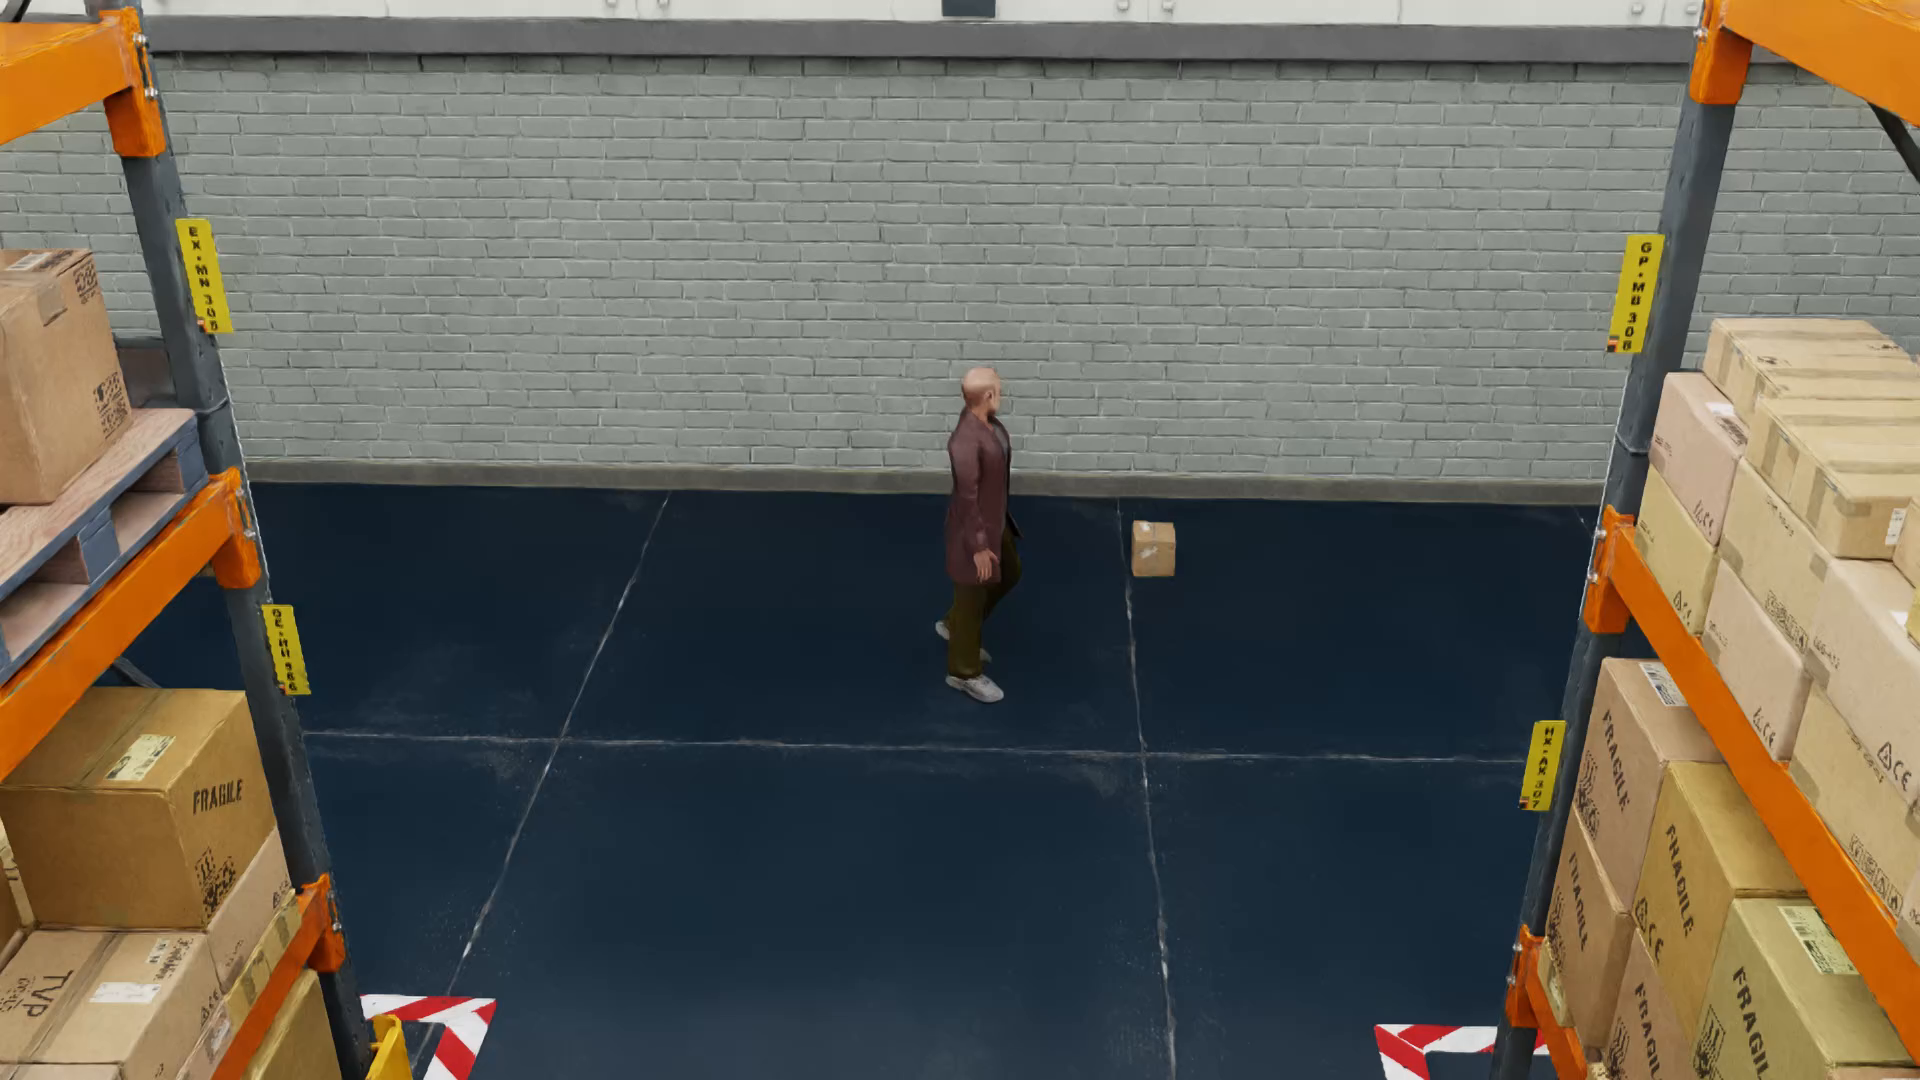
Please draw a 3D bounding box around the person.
[{"bbox_3d":[0.069,-0.055,8.706,0.506,1.779,0.650,7,28,13],"label":"person"}]
